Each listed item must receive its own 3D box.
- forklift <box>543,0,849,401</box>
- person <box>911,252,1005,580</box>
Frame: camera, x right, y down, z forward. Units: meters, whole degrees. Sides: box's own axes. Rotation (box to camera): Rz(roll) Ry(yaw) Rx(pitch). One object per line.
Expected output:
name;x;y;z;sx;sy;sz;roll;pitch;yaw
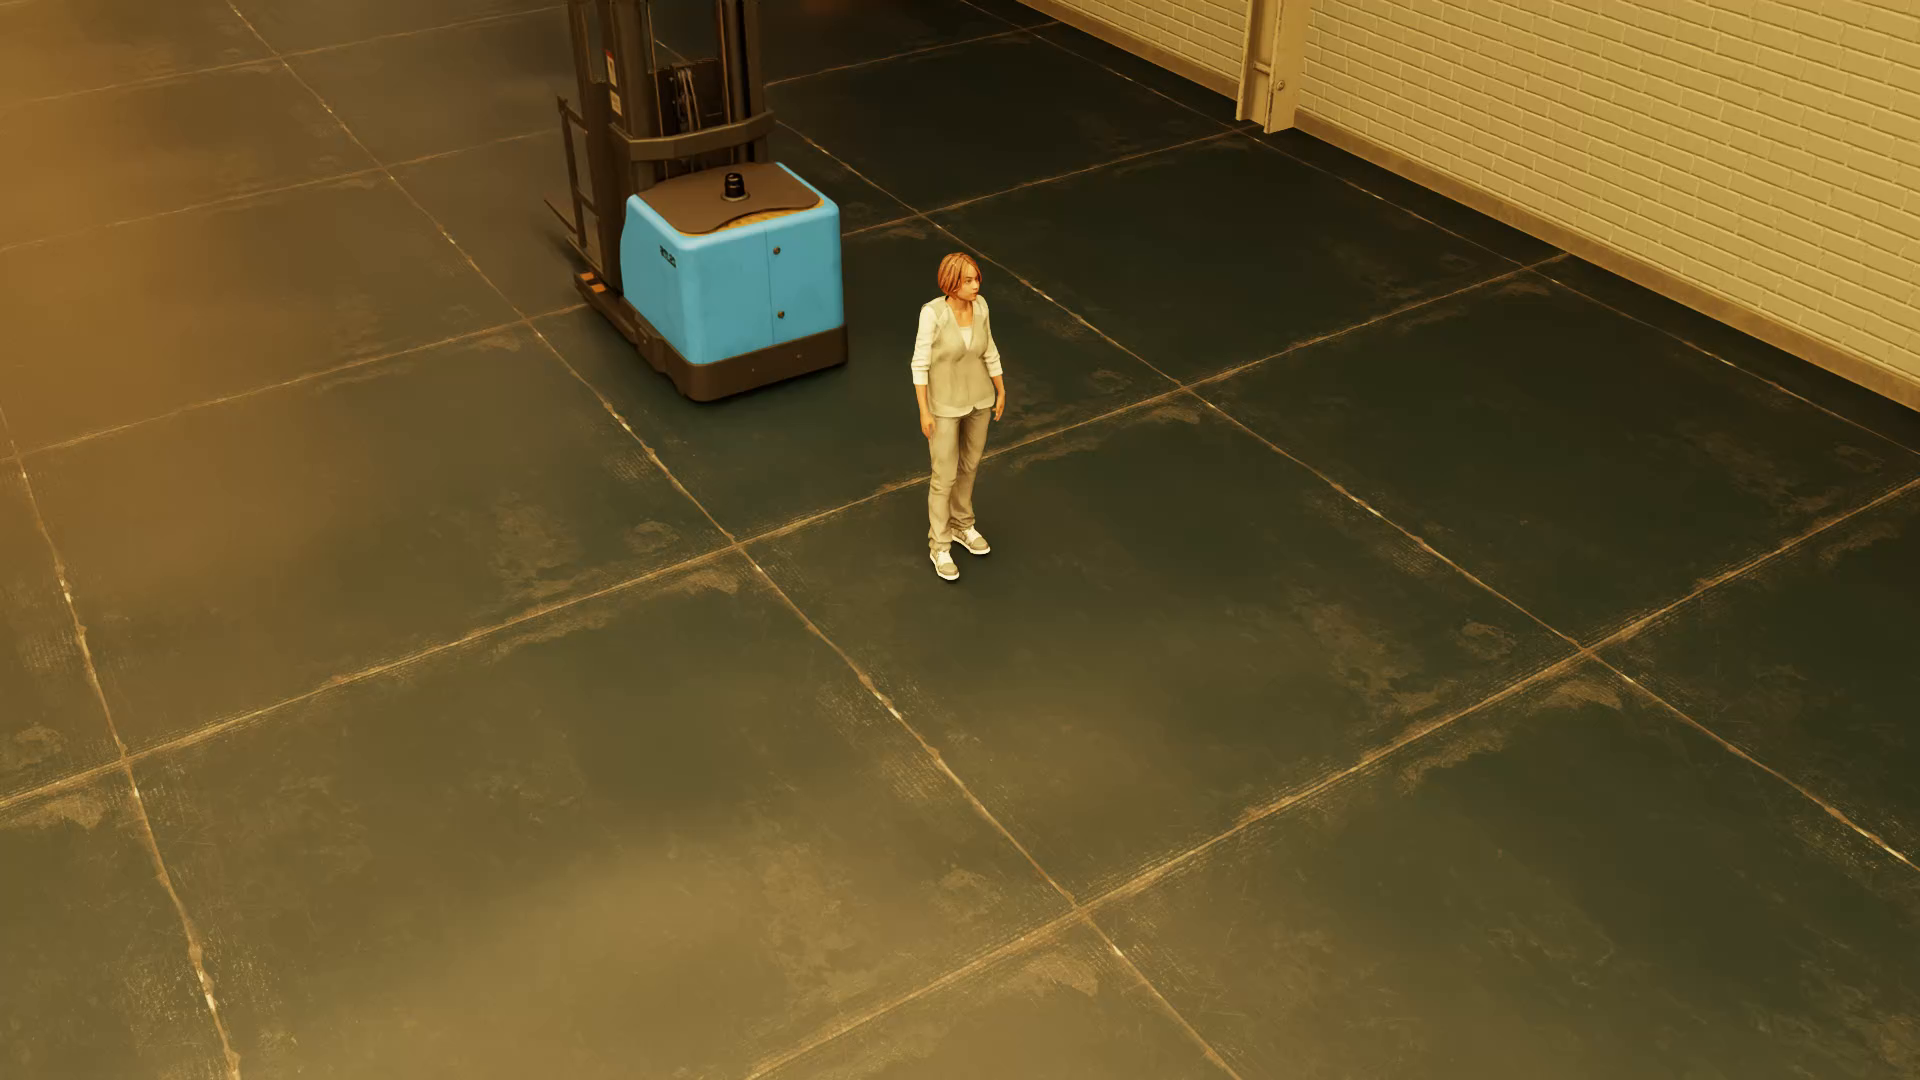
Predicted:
forklift;-1.882;-2.827;10.171;1.130;2.935;3.031;-19;40;-25
person;0.029;-0.619;8.177;0.521;1.599;0.473;-21;40;-27
